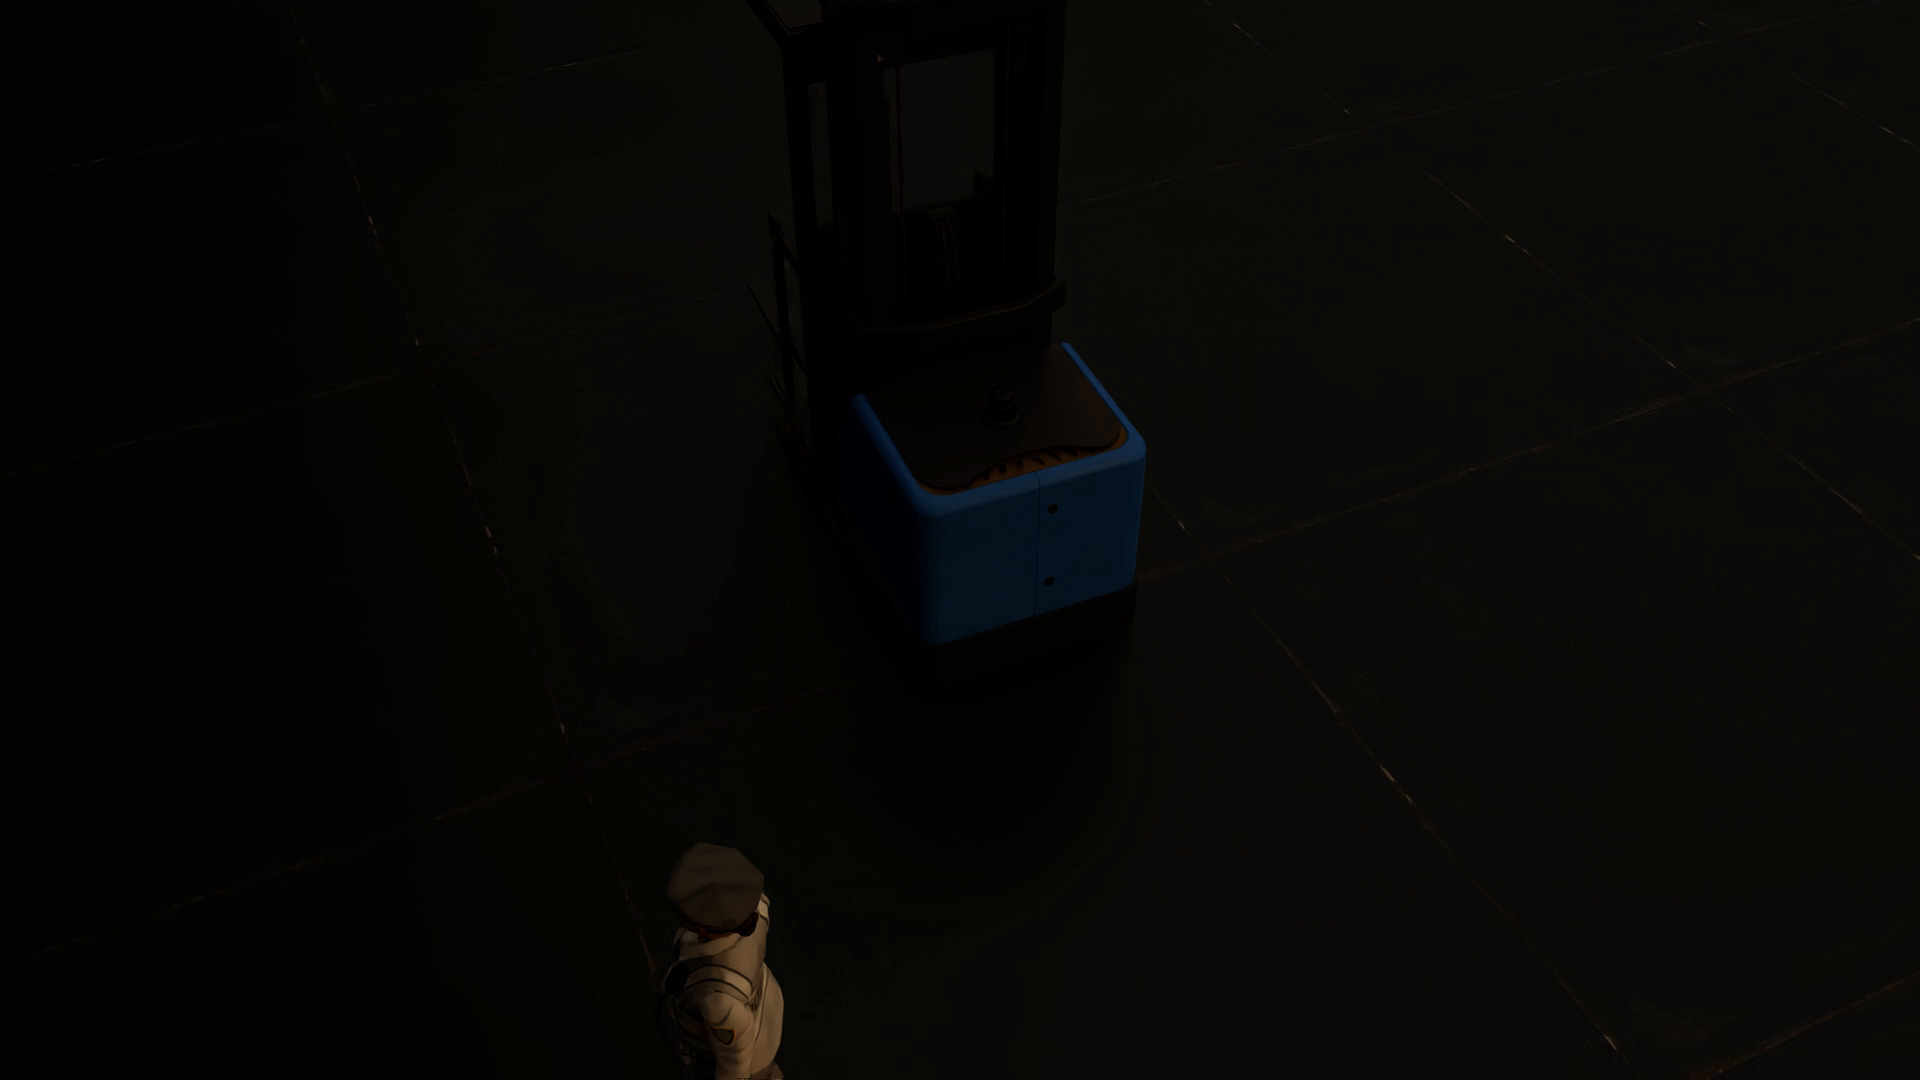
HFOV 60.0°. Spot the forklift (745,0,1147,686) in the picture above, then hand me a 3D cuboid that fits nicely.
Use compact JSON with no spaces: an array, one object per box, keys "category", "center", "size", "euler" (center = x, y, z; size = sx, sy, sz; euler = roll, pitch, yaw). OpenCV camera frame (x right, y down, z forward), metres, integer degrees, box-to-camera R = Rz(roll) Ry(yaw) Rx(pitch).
[{"category":"forklift","center":[-0.262,-1.468,7.253],"size":[1.130,2.935,3.031],"euler":[-16,45,-16]}]

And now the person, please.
[{"category":"person","center":[-0.700,1.488,5.003],"size":[0.345,1.687,0.513],"euler":[2,43,2]}]
